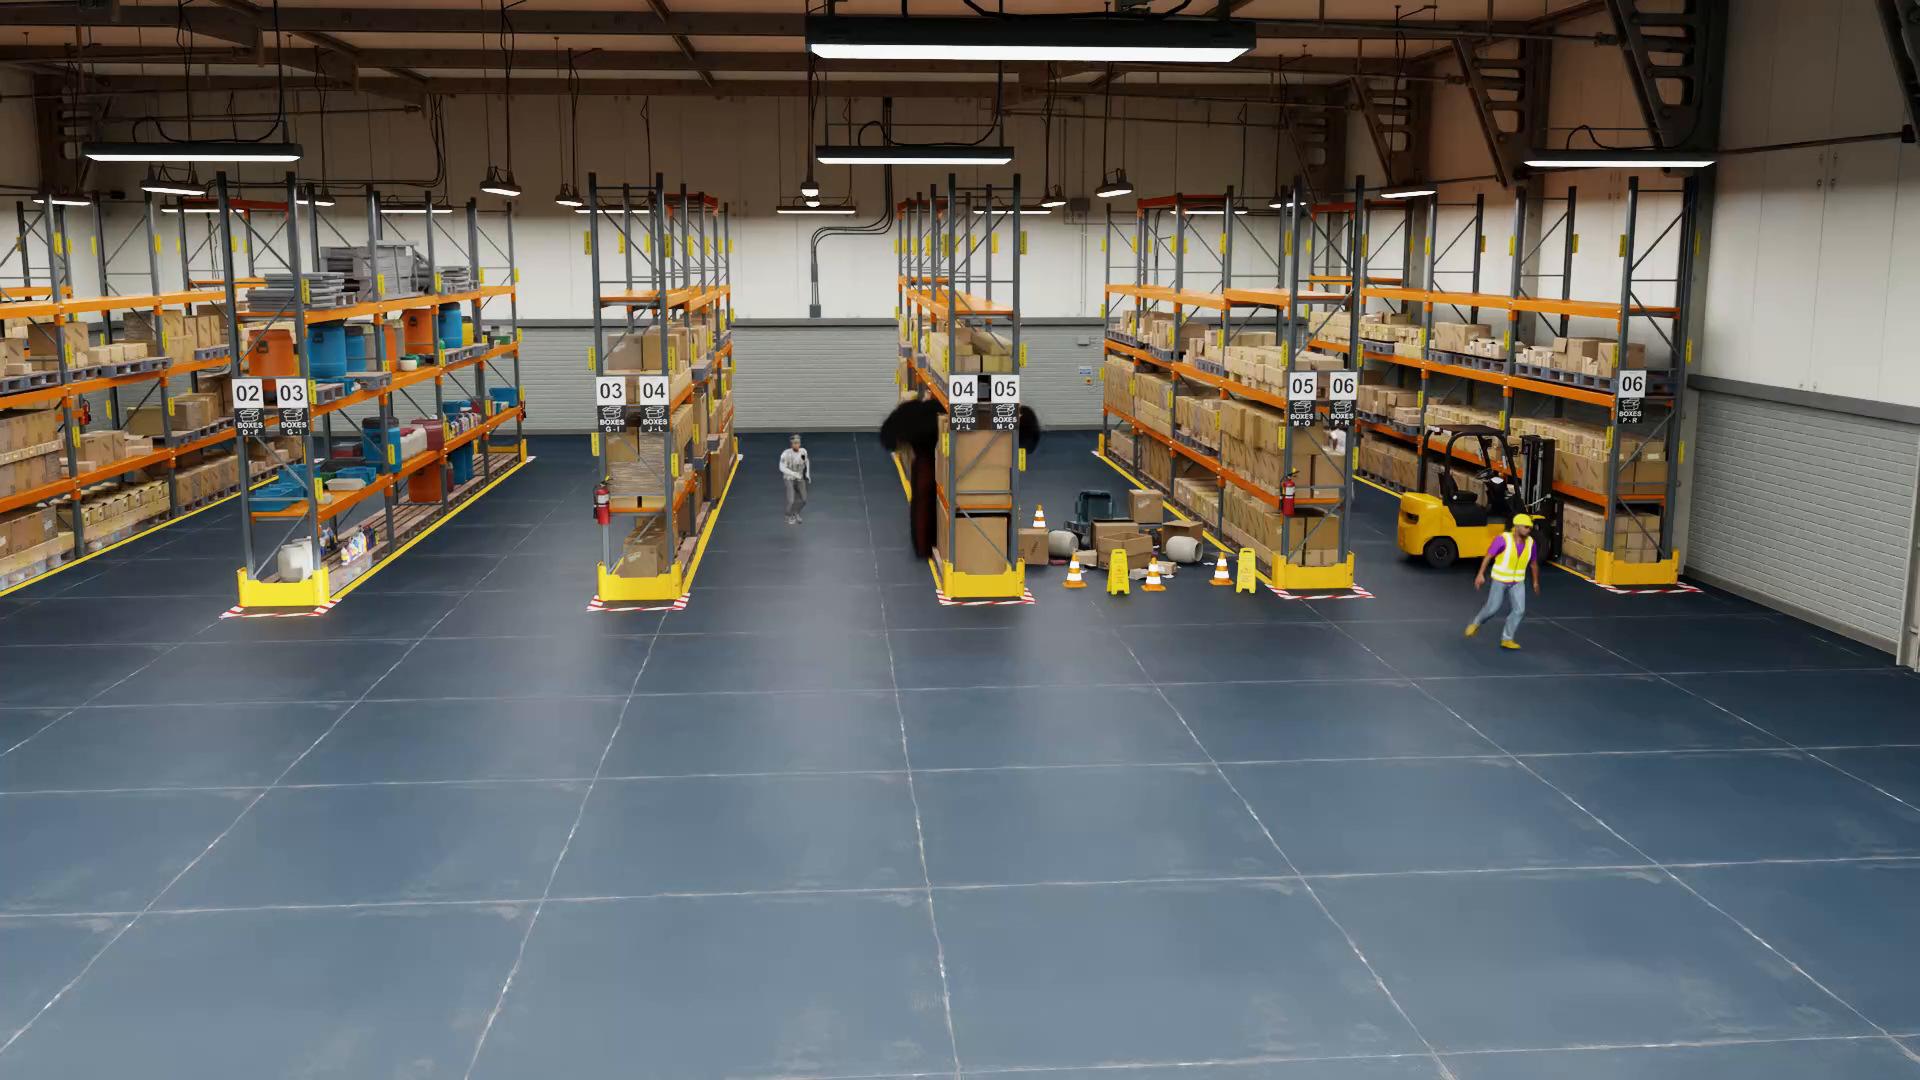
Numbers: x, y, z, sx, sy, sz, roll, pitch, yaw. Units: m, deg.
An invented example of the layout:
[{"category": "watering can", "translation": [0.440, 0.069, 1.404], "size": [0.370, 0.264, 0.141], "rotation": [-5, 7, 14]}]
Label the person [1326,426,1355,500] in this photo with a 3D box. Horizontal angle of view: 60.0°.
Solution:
[{"category": "person", "translation": [7.515, -1.577, 32.989], "size": [0.571, 1.651, 0.950], "rotation": [-4, 11, -21]}]

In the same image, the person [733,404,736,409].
[{"category": "person", "translation": [-5.969, -3.150, 41.778], "size": [0.948, 1.671, 0.523], "rotation": [9, 14, 43]}]

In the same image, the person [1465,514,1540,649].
[{"category": "person", "translation": [6.862, 0.487, 21.023], "size": [0.774, 1.709, 0.762], "rotation": [-2, 10, -13]}]

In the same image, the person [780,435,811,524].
[{"category": "person", "translation": [-2.804, -1.022, 28.333], "size": [0.601, 1.583, 0.686], "rotation": [-5, 11, -27]}]
